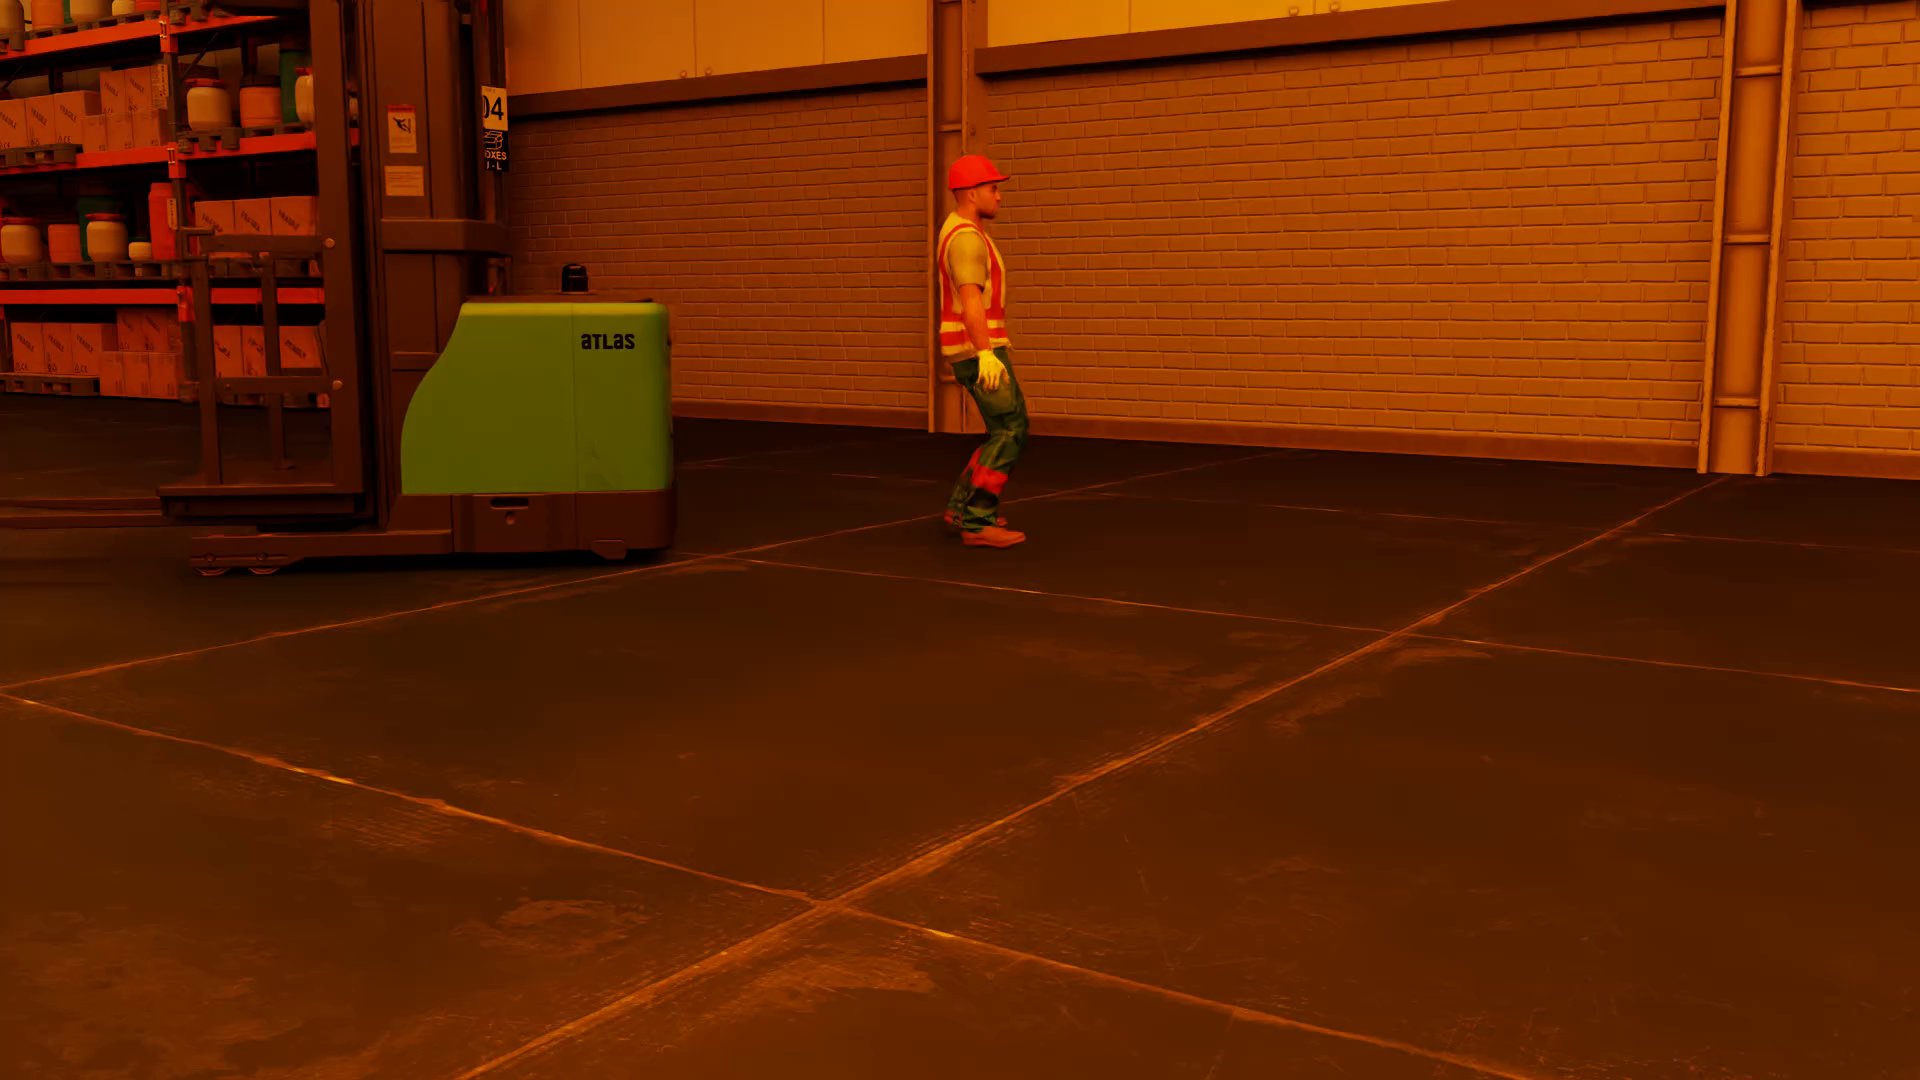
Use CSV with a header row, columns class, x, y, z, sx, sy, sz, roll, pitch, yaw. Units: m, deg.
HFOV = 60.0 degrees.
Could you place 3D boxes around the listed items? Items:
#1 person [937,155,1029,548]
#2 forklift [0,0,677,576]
class,x,y,z,sx,sy,sz,roll,pitch,yaw
person,0.114,-0.850,7.493,0.430,1.730,0.783,0,8,-2
forklift,-2.761,-1.388,6.950,3.031,2.935,1.130,-1,8,-8
